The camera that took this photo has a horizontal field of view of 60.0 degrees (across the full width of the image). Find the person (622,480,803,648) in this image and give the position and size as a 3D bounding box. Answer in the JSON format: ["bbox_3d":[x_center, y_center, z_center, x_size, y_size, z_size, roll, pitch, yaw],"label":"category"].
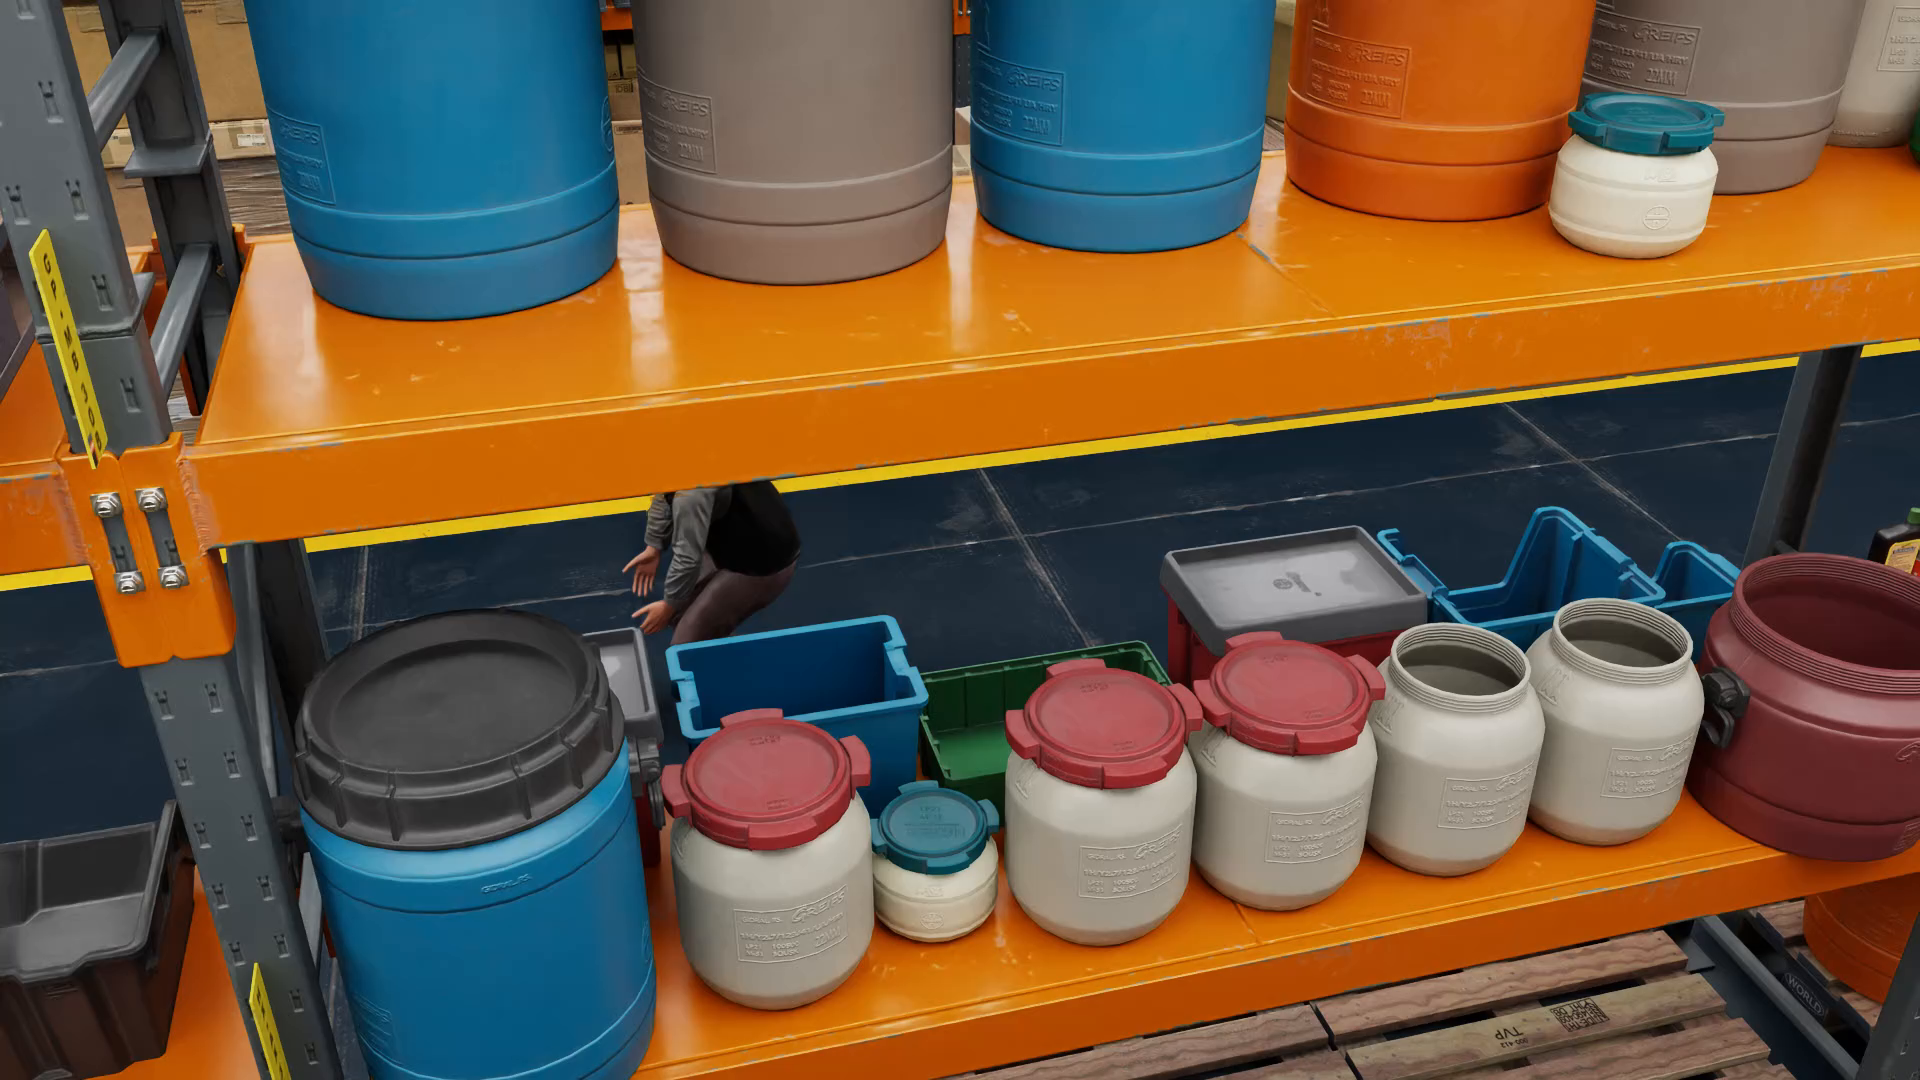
[{"bbox_3d":[-0.954,0.098,6.308,0.709,1.404,0.591,-8,31,-13],"label":"person"}]
